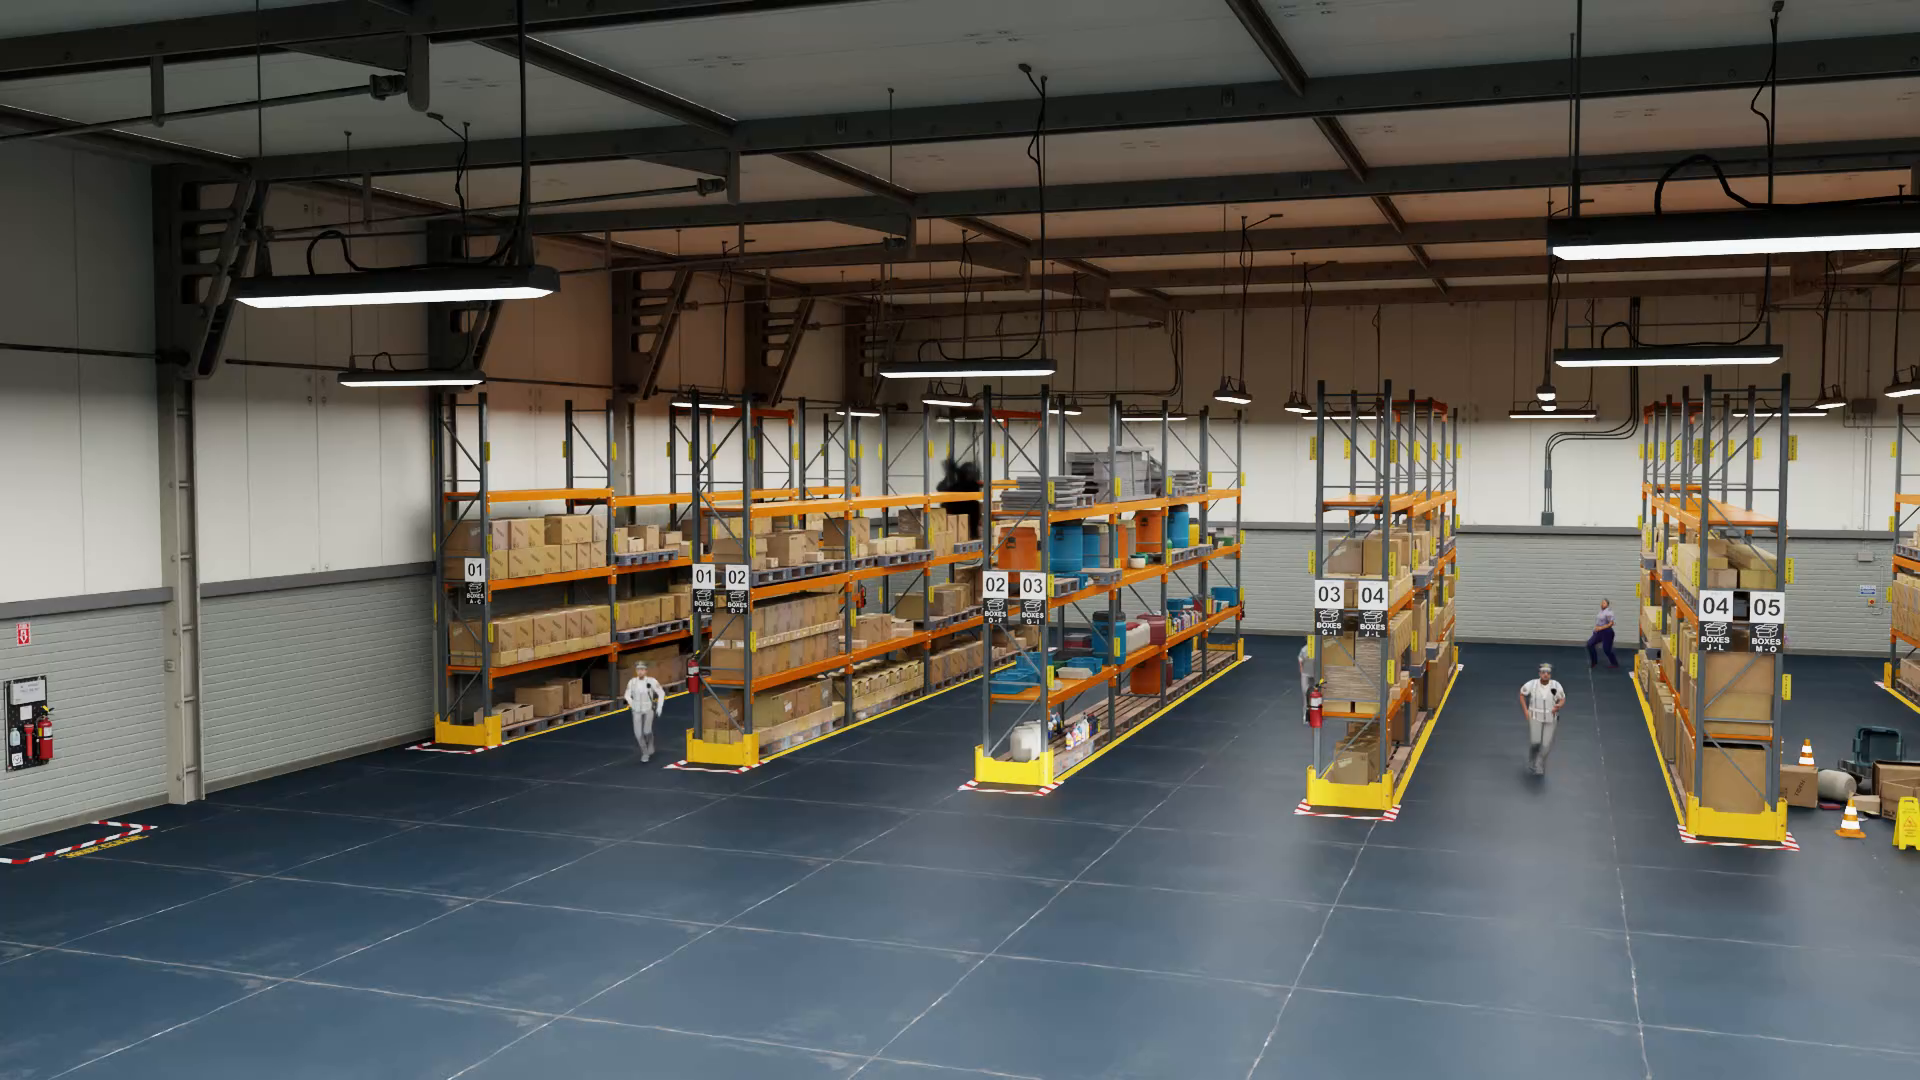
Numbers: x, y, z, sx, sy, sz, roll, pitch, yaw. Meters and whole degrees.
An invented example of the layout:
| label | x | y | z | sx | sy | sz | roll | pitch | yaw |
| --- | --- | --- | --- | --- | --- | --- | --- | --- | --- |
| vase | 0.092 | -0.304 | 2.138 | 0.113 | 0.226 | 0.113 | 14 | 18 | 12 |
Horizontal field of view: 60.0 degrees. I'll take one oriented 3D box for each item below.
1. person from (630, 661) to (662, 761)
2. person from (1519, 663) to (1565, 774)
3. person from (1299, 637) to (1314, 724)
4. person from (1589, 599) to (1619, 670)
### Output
| label | x | y | z | sx | sy | sz | roll | pitch | yaw |
| --- | --- | --- | --- | --- | --- | --- | --- | --- | --- |
| person | -5.070 | 2.762 | 26.793 | 0.475 | 1.644 | 0.590 | 0 | 3 | 2 |
| person | 9.003 | 2.760 | 25.672 | 0.664 | 1.739 | 0.615 | 1 | 3 | 11 |
| person | 6.560 | 2.569 | 31.000 | 0.506 | 1.587 | 1.033 | 1 | 3 | 15 |
| person | 14.785 | 2.173 | 38.069 | 0.637 | 1.676 | 0.614 | -1 | 3 | -10 |
